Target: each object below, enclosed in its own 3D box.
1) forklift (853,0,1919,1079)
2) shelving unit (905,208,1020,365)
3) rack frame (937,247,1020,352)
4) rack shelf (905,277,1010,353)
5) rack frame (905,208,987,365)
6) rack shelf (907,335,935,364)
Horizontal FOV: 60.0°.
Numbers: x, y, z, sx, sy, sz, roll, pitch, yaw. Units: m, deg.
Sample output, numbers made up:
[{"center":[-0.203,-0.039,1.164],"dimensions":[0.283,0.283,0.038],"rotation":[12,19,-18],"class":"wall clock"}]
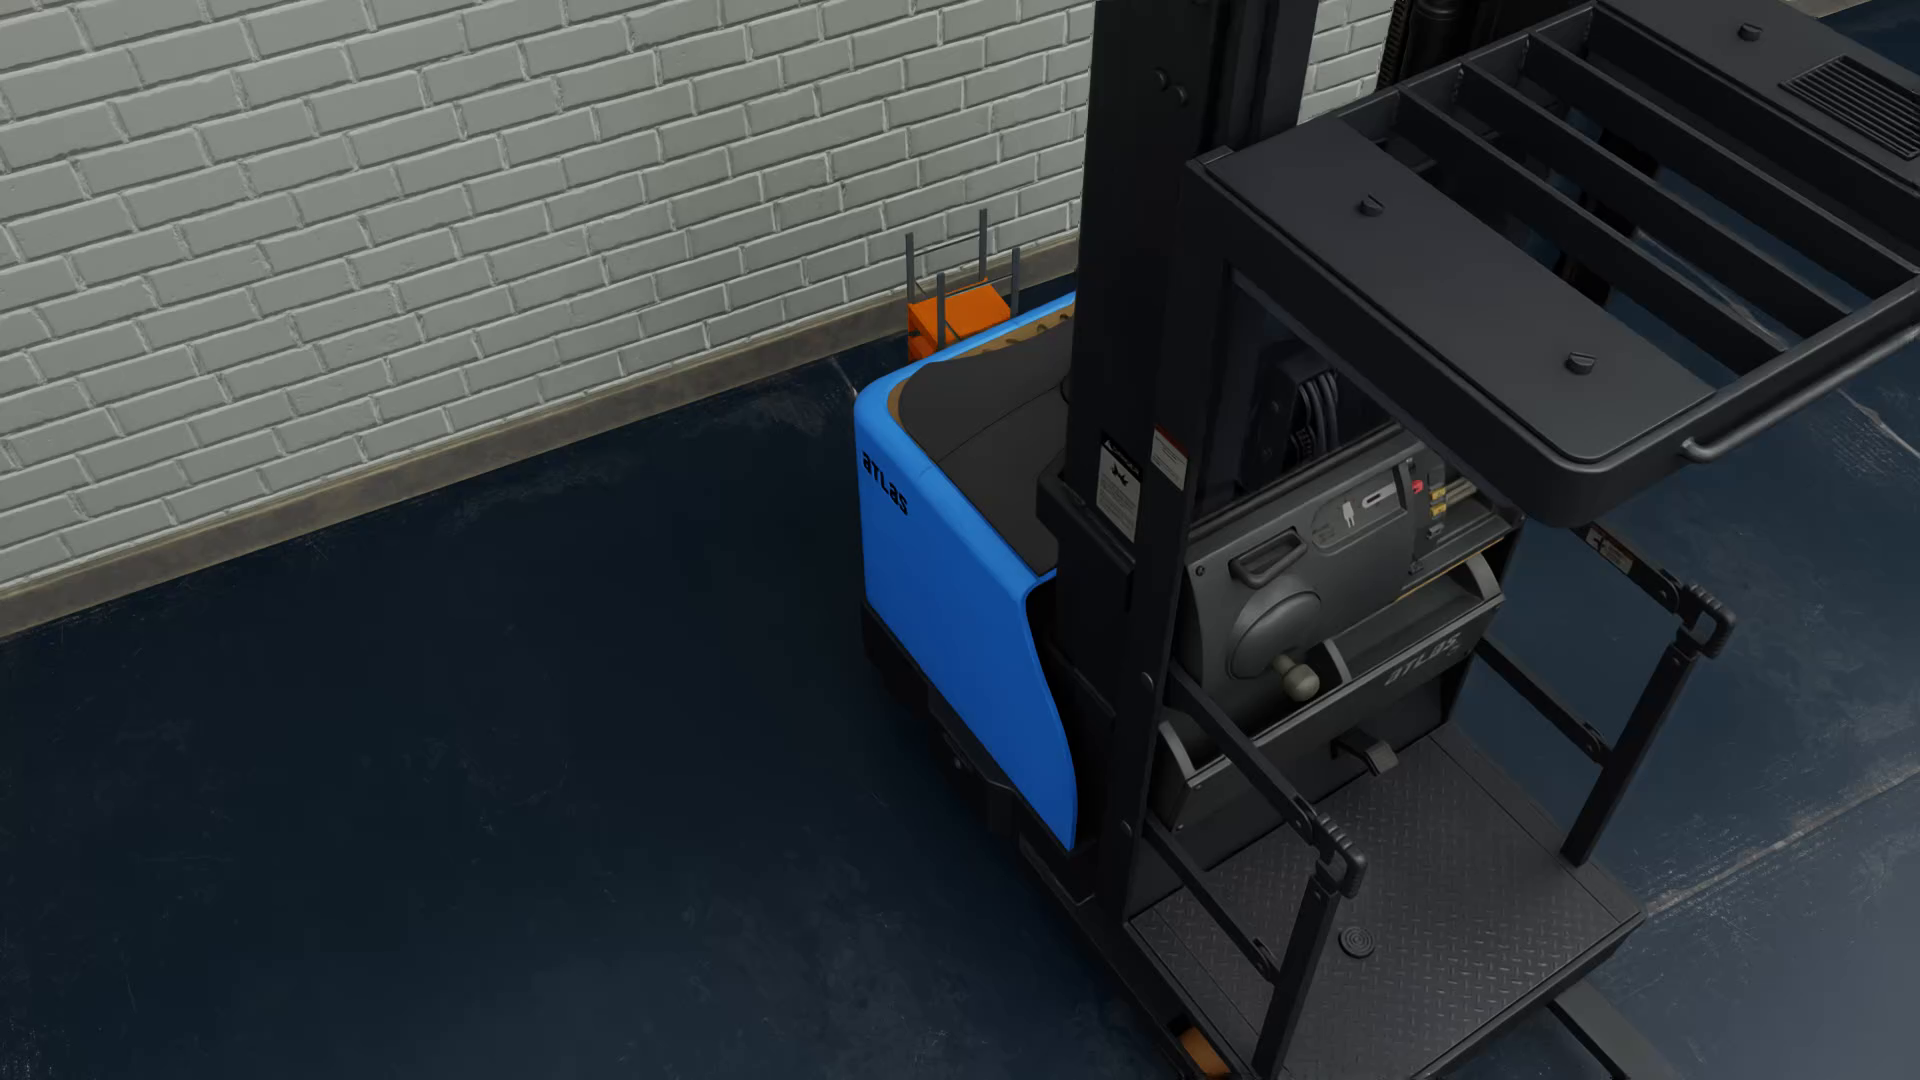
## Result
[{"center":[0.949,0.092,3.223],"dimensions":[1.130,2.935,3.031],"rotation":[-27,54,-21],"class":"forklift"},{"center":[0.007,-0.385,4.790],"dimensions":[0.258,1.200,0.189],"rotation":[-21,52,-18],"class":"shelving unit"},{"center":[0.049,-0.324,4.736],"dimensions":[0.240,1.200,0.006],"rotation":[-21,52,-18],"class":"rack frame"},{"center":[0.007,-0.593,4.552],"dimensions":[0.258,0.103,0.180],"rotation":[-21,52,-18],"class":"rack shelf"},{"center":[-0.035,-0.447,4.843],"dimensions":[0.240,1.200,0.006],"rotation":[-21,52,-18],"class":"rack frame"},{"center":[0.007,-0.514,4.643],"dimensions":[0.258,0.103,0.180],"rotation":[-21,52,-18],"class":"rack shelf"}]
